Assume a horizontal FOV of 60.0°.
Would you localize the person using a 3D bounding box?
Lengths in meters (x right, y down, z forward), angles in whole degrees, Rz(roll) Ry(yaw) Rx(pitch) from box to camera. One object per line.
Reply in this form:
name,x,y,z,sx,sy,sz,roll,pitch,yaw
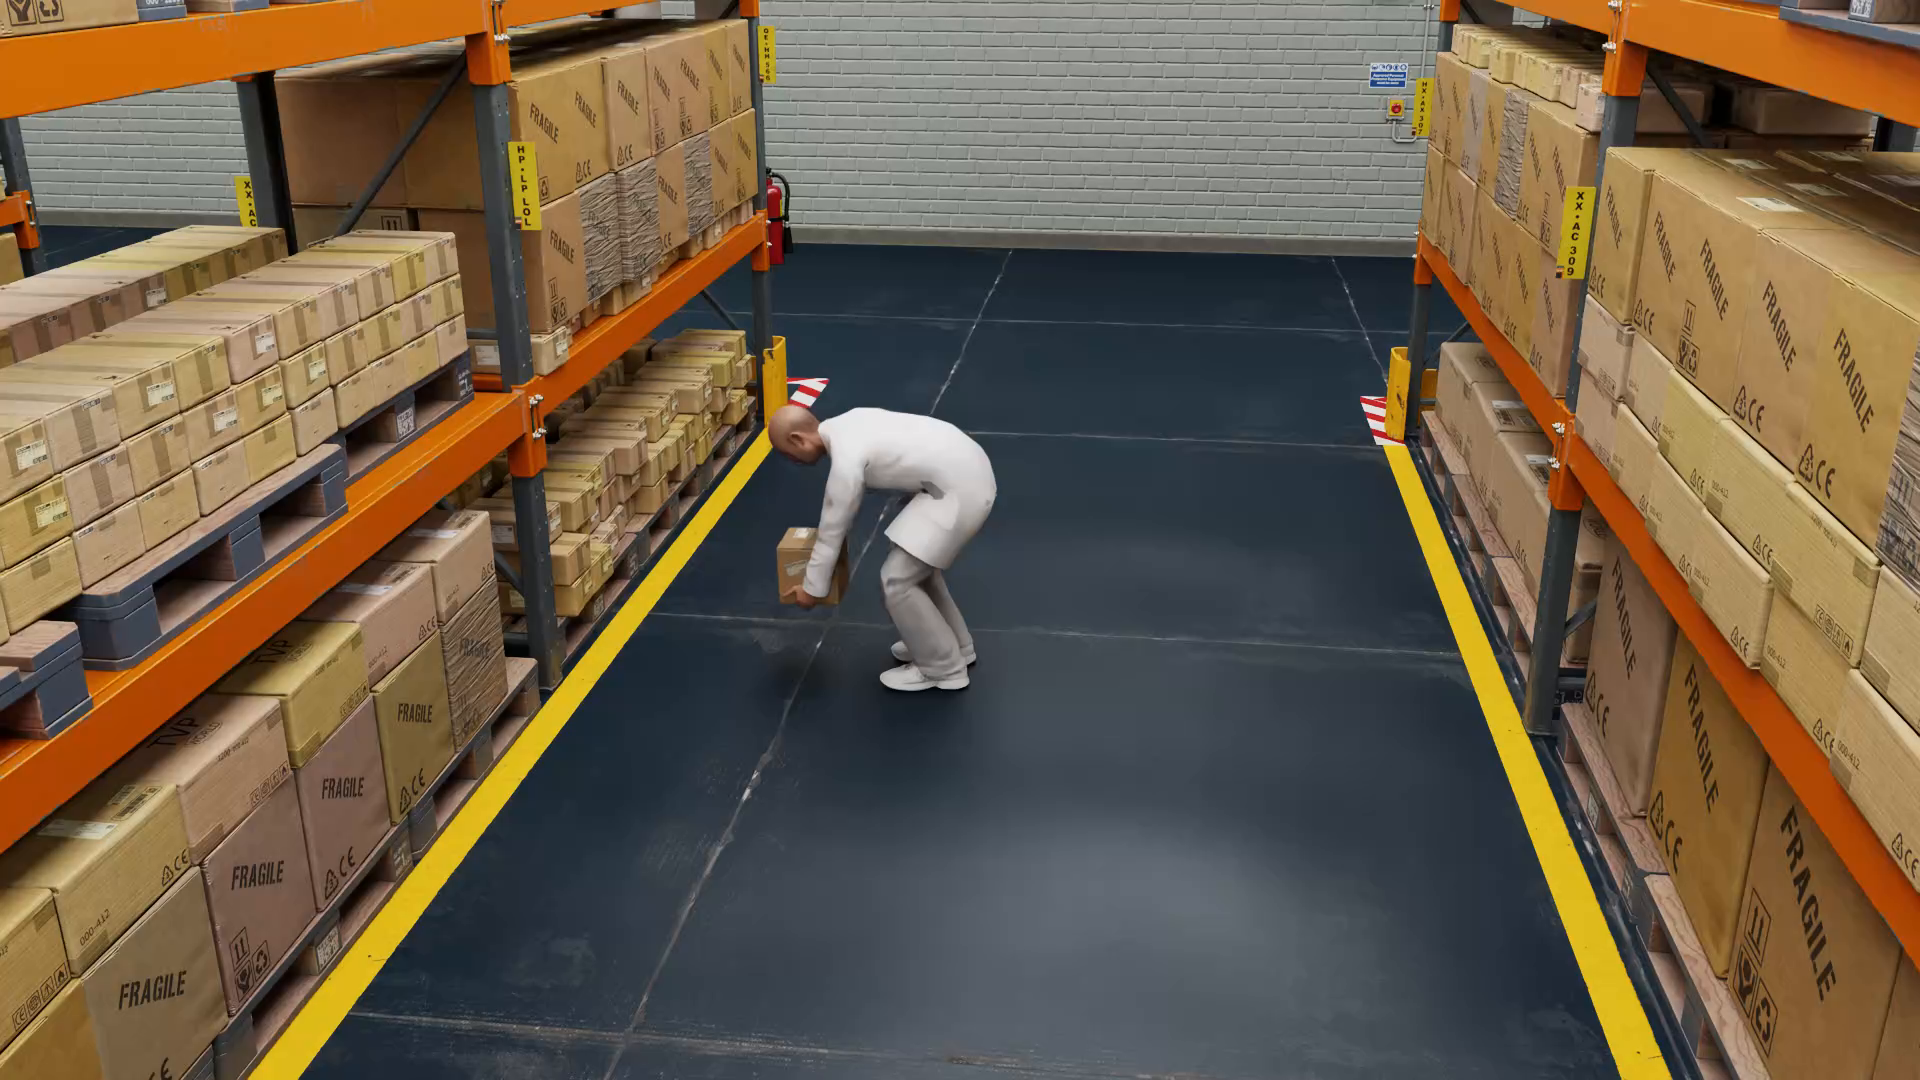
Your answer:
person,-0.315,0.011,6.908,0.932,1.182,0.581,1,21,4
